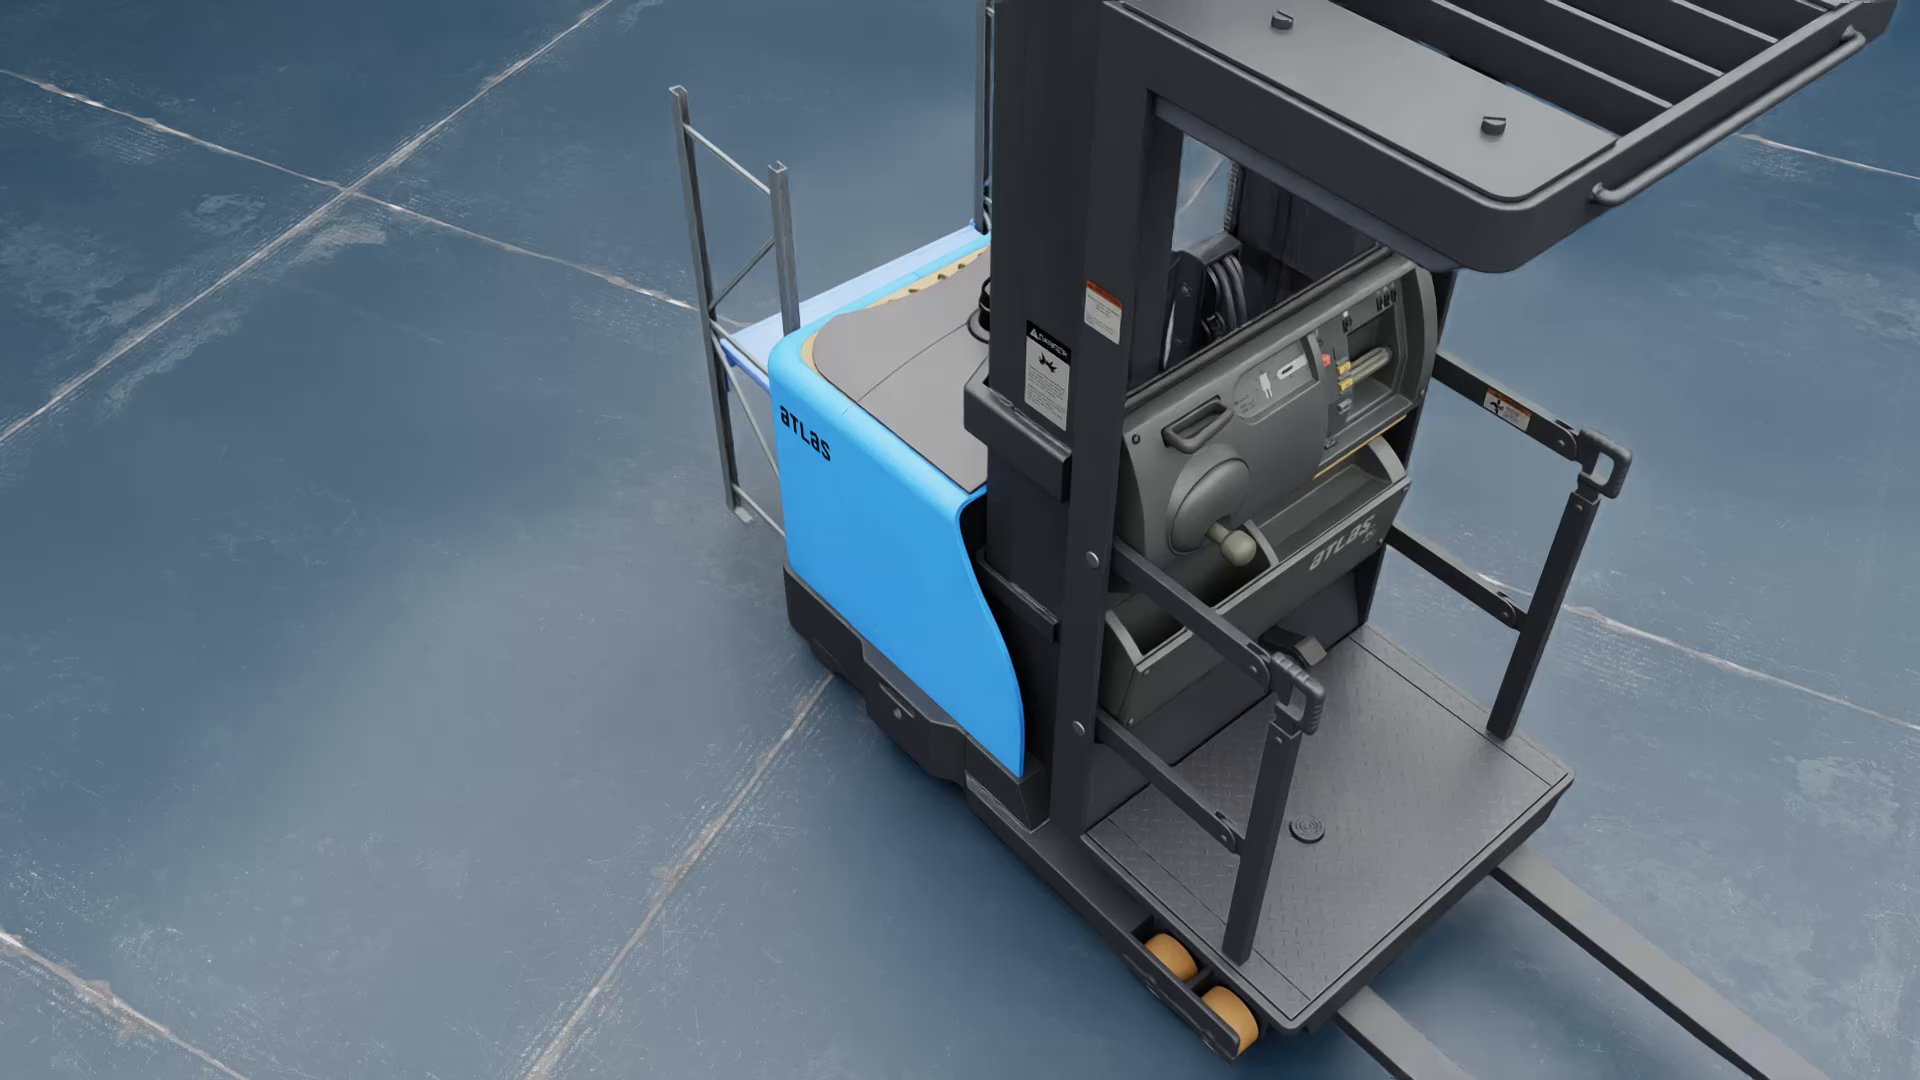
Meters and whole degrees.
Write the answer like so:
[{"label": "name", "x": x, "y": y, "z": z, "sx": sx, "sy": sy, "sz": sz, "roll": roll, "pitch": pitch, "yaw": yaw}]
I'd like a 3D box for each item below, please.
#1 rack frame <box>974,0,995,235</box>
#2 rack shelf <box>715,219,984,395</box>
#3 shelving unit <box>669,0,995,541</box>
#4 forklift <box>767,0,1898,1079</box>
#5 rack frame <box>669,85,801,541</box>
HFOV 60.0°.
[{"label": "rack frame", "x": 0.212, "y": -0.955, "z": 5.140, "sx": 0.032, "sy": 1.500, "sz": 0.500, "roll": -29, "pitch": 52, "yaw": -26}, {"label": "rack shelf", "x": -0.187, "y": -0.604, "z": 5.045, "sx": 1.000, "sy": 0.185, "sz": 0.538, "roll": -29, "pitch": 52, "yaw": -26}, {"label": "shelving unit", "x": -0.187, "y": -0.731, "z": 4.918, "sx": 1.048, "sy": 1.500, "sz": 0.538, "roll": -29, "pitch": 52, "yaw": -26}, {"label": "forklift", "x": 0.831, "y": -0.200, "z": 3.387, "sx": 1.130, "sy": 2.935, "sz": 3.031, "roll": -31, "pitch": 53, "yaw": -27}, {"label": "rack frame", "x": -0.585, "y": -0.506, "z": 4.696, "sx": 0.032, "sy": 1.500, "sz": 0.500, "roll": -29, "pitch": 52, "yaw": -26}]
